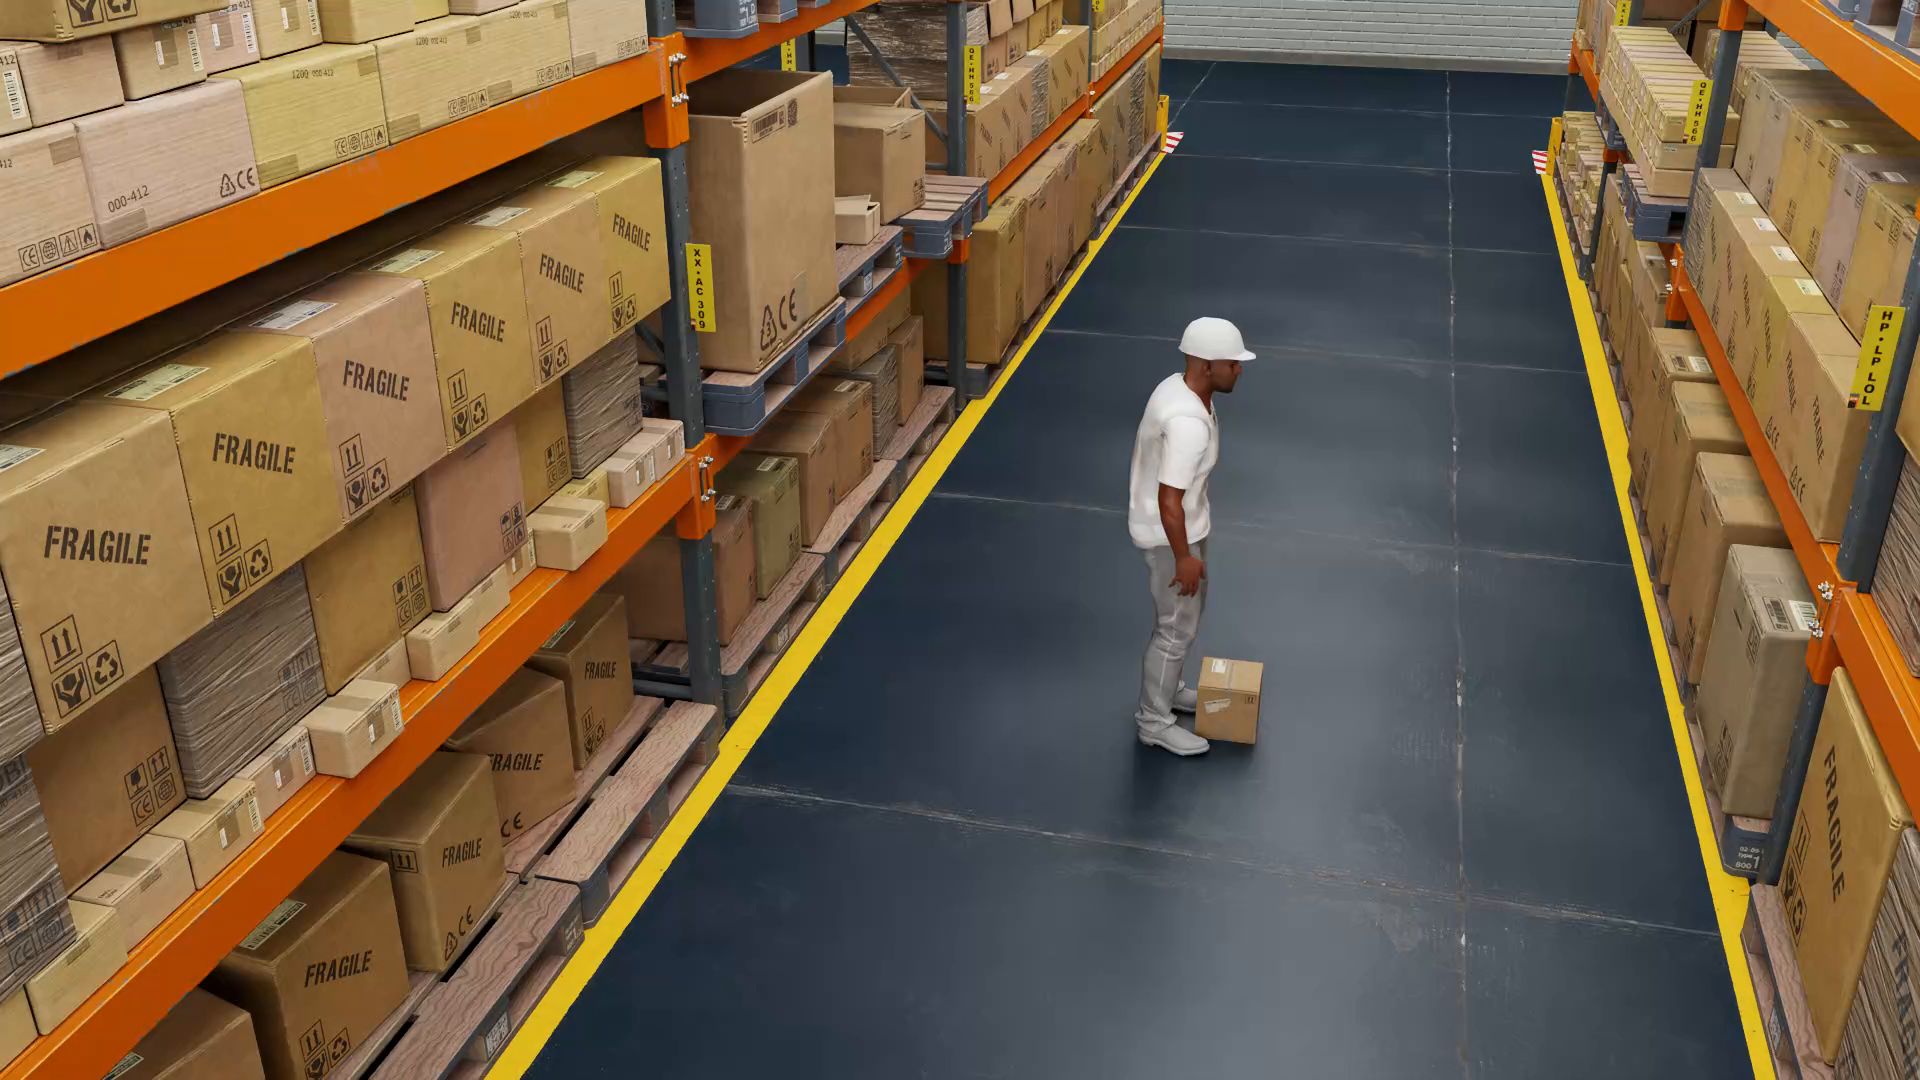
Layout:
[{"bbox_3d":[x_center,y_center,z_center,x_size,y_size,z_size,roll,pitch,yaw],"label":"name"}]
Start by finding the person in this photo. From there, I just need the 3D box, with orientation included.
[{"bbox_3d":[0.901,-0.037,6.670,0.454,1.757,0.634,5,26,10],"label":"person"}]
